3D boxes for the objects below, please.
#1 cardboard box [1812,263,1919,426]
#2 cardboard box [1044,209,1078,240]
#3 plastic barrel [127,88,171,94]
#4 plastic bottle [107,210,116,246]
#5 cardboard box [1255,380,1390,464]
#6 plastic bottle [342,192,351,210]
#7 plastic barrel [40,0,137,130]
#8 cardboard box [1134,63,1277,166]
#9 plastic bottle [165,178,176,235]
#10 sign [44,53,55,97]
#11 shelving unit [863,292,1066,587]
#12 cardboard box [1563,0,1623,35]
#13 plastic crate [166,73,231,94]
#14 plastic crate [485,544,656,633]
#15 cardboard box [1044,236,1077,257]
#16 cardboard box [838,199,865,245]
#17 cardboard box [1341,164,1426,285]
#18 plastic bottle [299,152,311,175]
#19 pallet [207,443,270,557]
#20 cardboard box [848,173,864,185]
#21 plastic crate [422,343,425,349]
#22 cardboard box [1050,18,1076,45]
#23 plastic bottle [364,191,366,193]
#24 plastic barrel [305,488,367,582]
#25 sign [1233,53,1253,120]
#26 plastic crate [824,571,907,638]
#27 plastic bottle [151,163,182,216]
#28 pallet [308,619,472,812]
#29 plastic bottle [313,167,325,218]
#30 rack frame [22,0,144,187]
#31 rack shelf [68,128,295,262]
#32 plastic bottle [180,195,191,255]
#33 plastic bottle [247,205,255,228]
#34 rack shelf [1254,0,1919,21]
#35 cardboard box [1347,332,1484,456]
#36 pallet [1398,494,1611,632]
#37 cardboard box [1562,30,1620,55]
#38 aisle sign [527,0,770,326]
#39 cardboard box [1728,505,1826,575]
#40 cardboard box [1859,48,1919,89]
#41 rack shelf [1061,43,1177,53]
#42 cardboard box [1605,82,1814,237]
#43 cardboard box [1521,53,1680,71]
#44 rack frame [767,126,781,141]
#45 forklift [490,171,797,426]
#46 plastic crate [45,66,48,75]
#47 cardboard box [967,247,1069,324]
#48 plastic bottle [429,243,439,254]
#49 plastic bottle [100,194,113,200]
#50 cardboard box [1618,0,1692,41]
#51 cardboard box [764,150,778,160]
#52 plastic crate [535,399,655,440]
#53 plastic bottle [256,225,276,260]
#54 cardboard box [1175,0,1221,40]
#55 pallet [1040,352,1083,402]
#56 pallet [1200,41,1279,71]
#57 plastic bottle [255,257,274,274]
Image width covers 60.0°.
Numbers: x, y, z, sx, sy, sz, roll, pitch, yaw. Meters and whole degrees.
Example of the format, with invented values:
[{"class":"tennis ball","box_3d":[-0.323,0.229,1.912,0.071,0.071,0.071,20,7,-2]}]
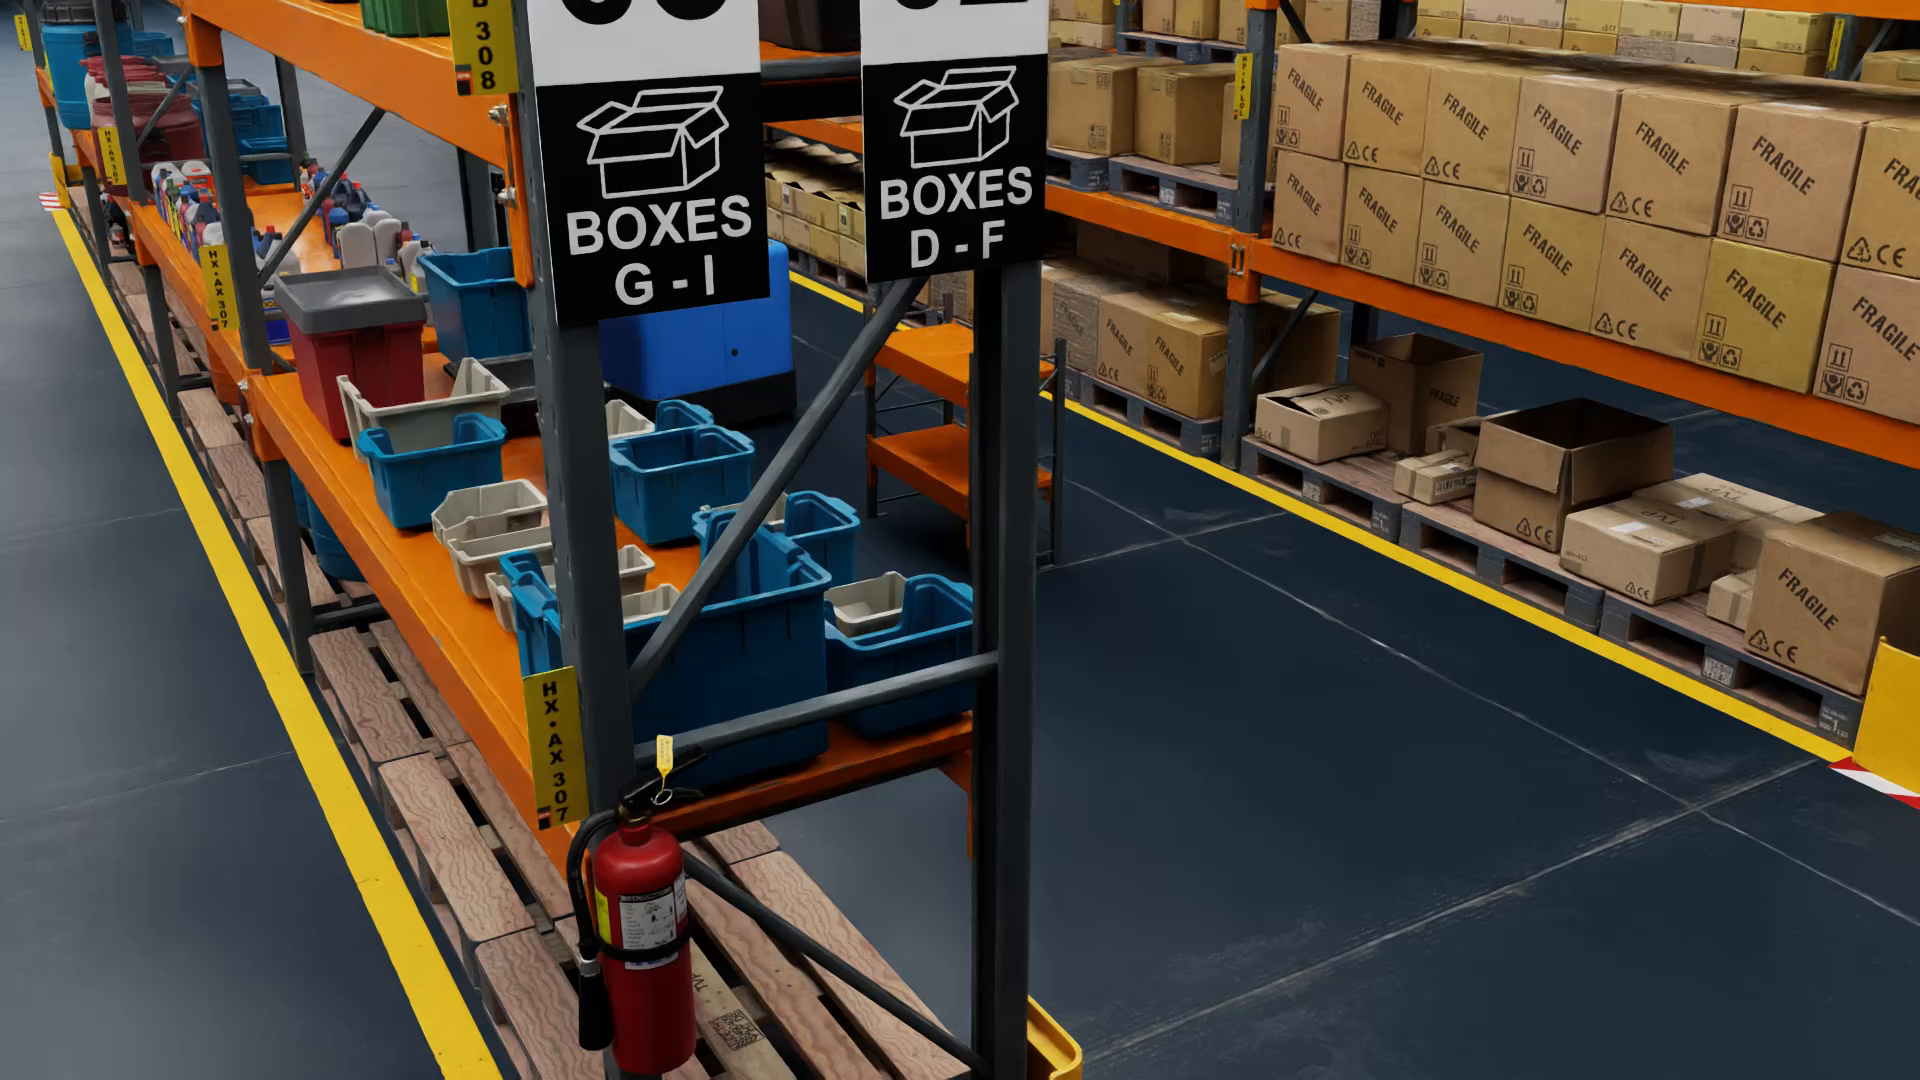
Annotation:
[{"class":"cardboard box","box_3d":[3.501,-0.731,5.994,0.500,0.500,0.500,-12,25,-27]},{"class":"cardboard box","box_3d":[0.589,-2.300,11.726,0.500,0.250,0.500,-12,25,-26]},{"class":"plastic barrel","box_3d":[-5.093,-2.574,10.512,0.421,0.512,0.421,0,22,0]},{"class":"plastic bottle","box_3d":[-6.956,-2.563,13.656,0.061,0.283,0.133,-11,25,-26]},{"class":"cardboard box","box_3d":[1.949,-0.668,8.957,0.500,0.311,0.500,-13,25,-28]},{"class":"plastic bottle","box_3d":[-3.116,-1.643,8.524,0.061,0.283,0.133,-13,25,-28]},{"class":"plastic barrel","box_3d":[-6.490,-3.574,12.455,0.600,0.901,0.708,-13,25,-28]},{"class":"cardboard box","box_3d":[1.465,-2.535,9.873,0.700,0.500,0.500,-8,24,-20]},{"class":"plastic bottle","box_3d":[-4.175,-1.772,8.842,0.061,0.283,0.133,-13,25,-28]},{"class":"sign","box_3d":[-6.905,-3.551,12.697,0.100,0.325,0.005,-13,25,-28]},{"class":"shelving unit","box_3d":[0.003,-0.519,8.094,0.538,1.125,1.048,-13,25,-28]},{"class":"cardboard box","box_3d":[4.944,-3.981,12.572,0.500,0.250,0.500,-13,26,-29]},{"class":"plastic crate","box_3d":[-5.596,-3.220,12.272,0.392,0.384,0.575,-13,25,-28]},{"class":"plastic crate","box_3d":[-1.005,0.128,4.283,0.396,0.136,0.243,-13,25,-28]},{"class":"cardboard box","box_3d":[0.820,-1.802,11.498,0.500,0.500,0.500,-14,26,-30]},{"class":"cardboard box","box_3d":[-0.602,-2.484,12.789,0.500,0.311,0.500,-12,25,-27]},{"class":"cardboard box","box_3d":[2.210,-1.551,8.010,0.500,0.500,0.500,-12,25,-27]},{"class":"plastic bottle","box_3d":[-3.810,-2.127,9.716,0.061,0.283,0.133,-13,25,-28]},{"class":"pallet","box_3d":[-3.326,-0.297,8.761,1.003,0.211,1.213,-13,25,-28]},{"class":"cardboard box","box_3d":[-0.672,-2.922,13.867,0.500,0.311,0.500,-13,26,-30]},{"class":"plastic crate","box_3d":[-2.225,-0.663,6.229,0.396,0.136,0.243,-13,25,-28]},{"class":"cardboard box","box_3d":[1.340,-5.628,18.348,0.500,0.250,0.500,-12,25,-28]},{"class":"plastic bottle","box_3d":[-3.064,-1.654,8.553,0.061,0.283,0.133,-13,25,-28]},{"class":"plastic barrel","box_3d":[-2.603,-0.337,7.386,0.600,0.901,0.708,-13,25,-28]},{"class":"sign","box_3d":[1.445,-2.315,8.487,0.100,0.325,0.005,-13,25,-28]},{"class":"plastic crate","box_3d":[-0.233,0.191,4.129,0.250,0.136,0.298,-13,25,-28]},{"class":"plastic bottle","box_3d":[-4.440,-1.970,9.340,0.152,0.276,0.135,-13,25,-28]},{"class":"pallet","box_3d":[-1.931,0.587,6.587,1.003,0.211,1.213,-13,25,-28]},{"class":"plastic bottle","box_3d":[-3.549,-1.943,9.279,0.097,0.271,0.097,0,22,0]},{"class":"rack frame","box_3d":[-8.470,-4.820,16.186,1.000,3.000,0.127,-13,25,-28]},{"class":"rack shelf","box_3d":[-5.405,-2.544,11.543,1.077,0.370,4.000,-13,25,-28]},{"class":"plastic bottle","box_3d":[-3.889,-1.591,8.397,0.061,0.283,0.133,-13,25,-28]},{"class":"plastic bottle","box_3d":[-3.592,-1.577,8.272,0.144,0.351,0.185,-13,25,-28]},{"class":"rack shelf","box_3d":[2.942,-2.296,6.948,1.077,0.370,4.000,-13,25,-28]},{"class":"cardboard box","box_3d":[2.455,-0.803,9.038,0.500,0.500,0.500,-13,25,-28]},{"class":"pallet","box_3d":[2.897,0.023,7.975,1.003,0.211,1.213,-13,25,-28]},{"class":"cardboard box","box_3d":[4.946,-3.623,12.688,0.500,0.500,0.500,-12,25,-27]},{"class":"aisle sign","box_3d":[-0.512,-0.765,2.758,0.394,0.787,0.004,-13,25,-28]},{"class":"cardboard box","box_3d":[3.674,0.086,7.185,0.500,0.250,0.500,-13,25,-28]},{"class":"cardboard box","box_3d":[6.440,-2.801,10.821,0.980,0.700,0.700,-12,25,-27]},{"class":"rack shelf","box_3d":[1.069,-5.745,19.417,1.077,0.370,4.000,-13,25,-28]},{"class":"cardboard box","box_3d":[2.972,-1.523,6.614,0.500,0.500,0.500,-12,25,-27]},{"class":"cardboard box","box_3d":[2.922,-1.954,7.675,0.500,0.500,0.500,-12,25,-28]},{"class":"rack frame","box_3d":[-2.166,-4.477,15.341,1.000,3.000,0.127,-13,25,-28]},{"class":"forklift","box_3d":[-2.318,-2.410,10.348,1.130,2.935,3.031,-17,28,-36]},{"class":"plastic crate","box_3d":[-8.289,-4.346,15.371,0.298,0.136,0.250,-13,25,-28]},{"class":"cardboard box","box_3d":[0.388,-1.693,11.230,0.500,0.500,0.500,-13,25,-29]},{"class":"plastic bottle","box_3d":[-2.353,-1.185,7.414,0.097,0.271,0.097,0,22,0]},{"class":"plastic bottle","box_3d":[-7.346,-2.840,14.348,0.152,0.276,0.135,-12,25,-27]},{"class":"cardboard box","box_3d":[5.205,-3.816,12.166,0.500,0.250,0.500,-12,25,-27]},{"class":"cardboard box","box_3d":[-1.918,-3.312,14.826,0.500,0.311,0.500,-13,25,-29]},{"class":"plastic crate","box_3d":[-1.192,-0.335,5.423,0.293,0.136,0.466,-13,25,-28]},{"class":"plastic bottle","box_3d":[-3.062,-1.235,7.431,0.144,0.351,0.185,-13,25,-28]},{"class":"cardboard box","box_3d":[2.600,-5.327,16.717,0.700,0.500,0.500,-10,24,-23]},{"class":"pallet","box_3d":[0.845,-1.246,11.098,1.003,0.211,1.213,-13,25,-28]},{"class":"pallet","box_3d":[3.087,-4.680,16.096,1.003,0.211,1.213,-13,25,-28]},{"class":"plastic bottle","box_3d":[-3.006,-1.062,7.104,0.152,0.276,0.135,-13,25,-28]}]
